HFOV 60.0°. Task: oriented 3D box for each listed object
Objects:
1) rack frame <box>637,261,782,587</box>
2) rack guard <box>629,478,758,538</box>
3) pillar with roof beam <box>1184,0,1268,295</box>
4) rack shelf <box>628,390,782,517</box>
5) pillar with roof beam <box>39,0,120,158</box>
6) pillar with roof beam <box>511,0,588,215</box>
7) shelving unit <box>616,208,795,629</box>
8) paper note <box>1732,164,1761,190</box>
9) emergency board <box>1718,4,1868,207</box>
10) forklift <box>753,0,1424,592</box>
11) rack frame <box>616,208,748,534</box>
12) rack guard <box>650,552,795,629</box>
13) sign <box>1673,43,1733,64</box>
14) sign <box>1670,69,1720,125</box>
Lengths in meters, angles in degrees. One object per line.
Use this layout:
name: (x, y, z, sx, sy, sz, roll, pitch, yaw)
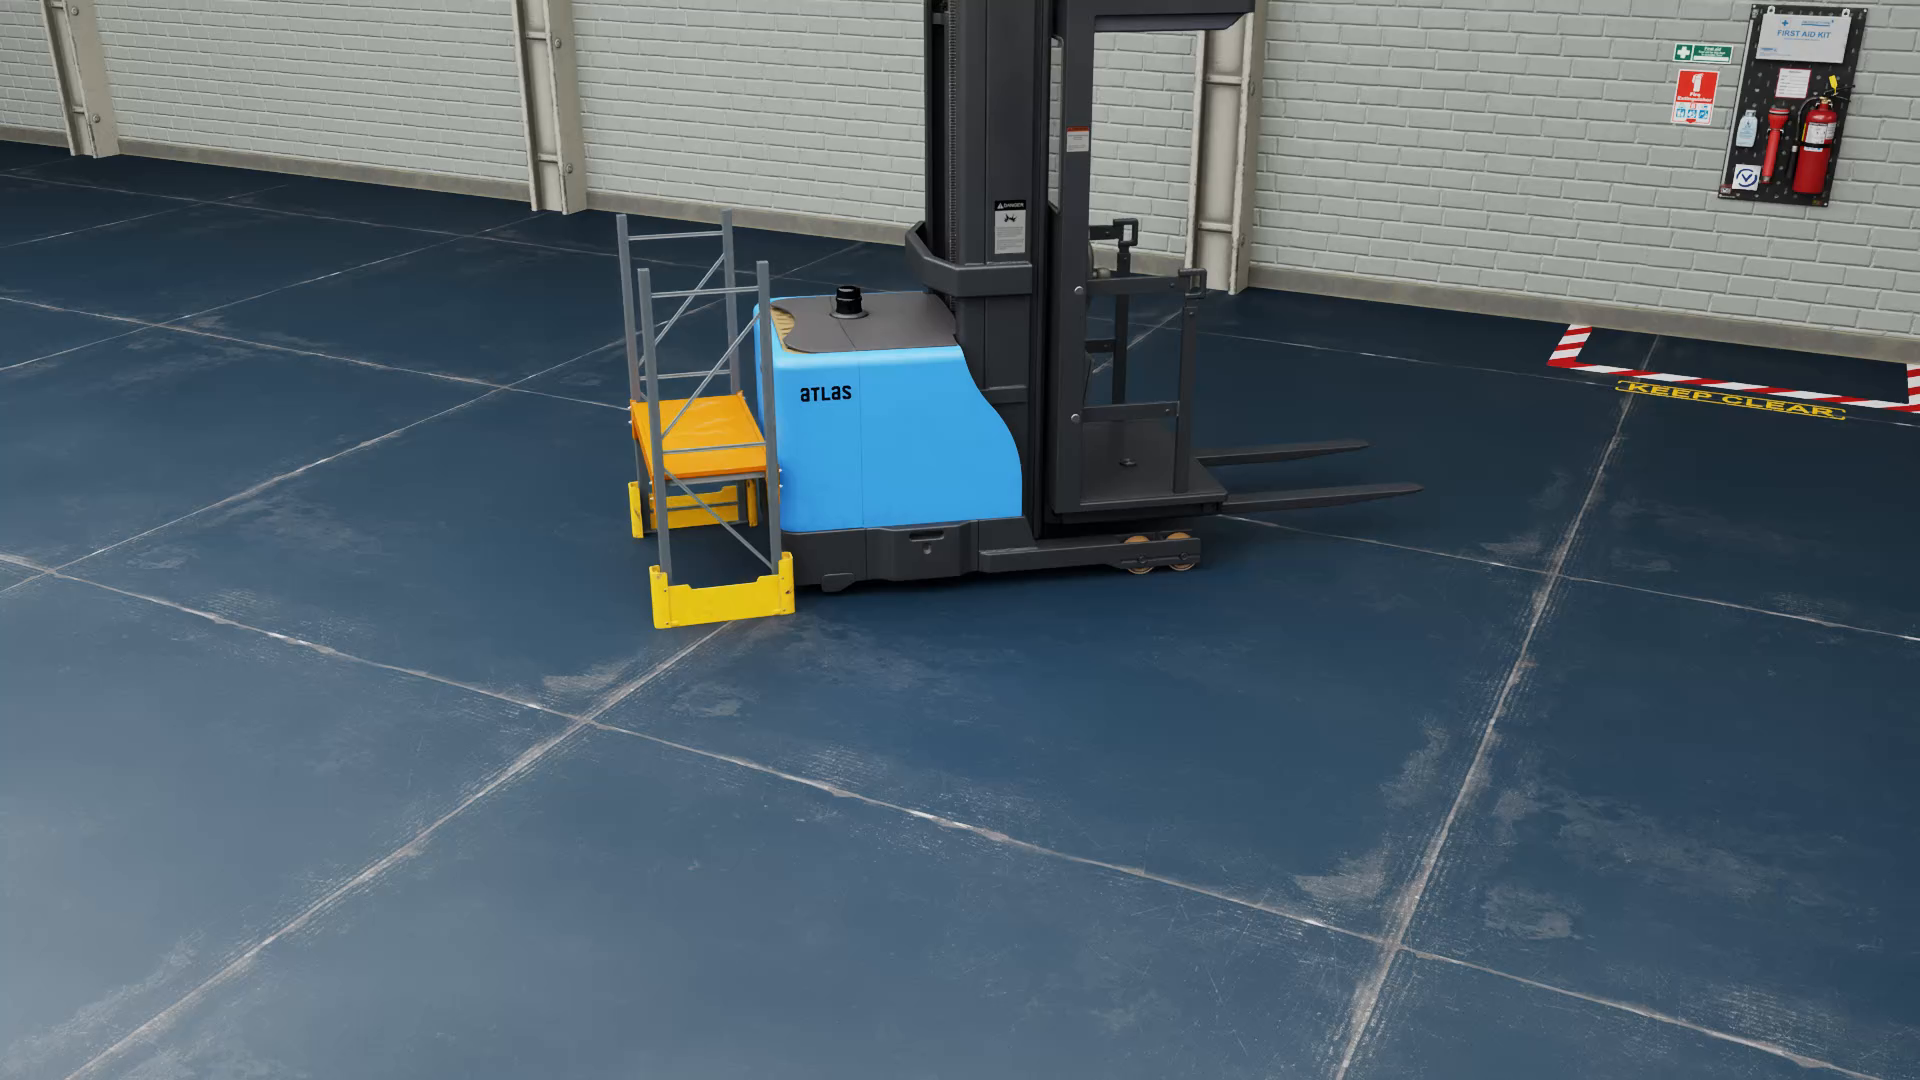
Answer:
rack frame: (-0.988, -0.366, 6.695, 0.500, 1.500, 0.032, -6, 24, -14)
rack guard: (-1.251, -0.168, 7.825, 0.587, 0.250, 0.087, -6, 24, -14)
pillar with roof beam: (-0.085, -4.475, 6.774, 0.400, 9.000, 9.100, 11, 25, 25)
rack shelf: (-1.122, -0.393, 7.216, 0.538, 0.185, 1.000, -6, 24, -14)
pillar with roof beam: (-10.794, -6.594, 11.757, 0.400, 9.000, 9.100, 11, 25, 25)
pillar with roof beam: (-5.440, -5.535, 9.266, 0.400, 9.000, 9.100, 11, 25, 25)
shelving unit: (-1.119, -0.555, 7.138, 0.587, 1.500, 1.083, -6, 24, -14)
paper note: (4.897, -2.258, 10.353, 0.142, 0.148, 0.016, 11, 25, 25)
emergency board: (5.024, -2.608, 10.050, 0.643, 1.169, 0.194, 11, 25, 25)
forklift: (0.613, -1.396, 7.287, 3.031, 2.935, 1.130, -4, 23, -10)
rack frame: (-1.256, -0.750, 7.597, 0.500, 1.500, 0.032, -6, 24, -14)
rack guard: (-0.988, 0.208, 6.940, 0.587, 0.250, 0.087, -6, 24, -14)
sign: (4.577, -2.998, 10.244, 0.331, 0.109, 0.001, 11, 25, 25)
sign: (4.577, -2.758, 10.357, 0.234, 0.329, 0.001, 11, 25, 25)
